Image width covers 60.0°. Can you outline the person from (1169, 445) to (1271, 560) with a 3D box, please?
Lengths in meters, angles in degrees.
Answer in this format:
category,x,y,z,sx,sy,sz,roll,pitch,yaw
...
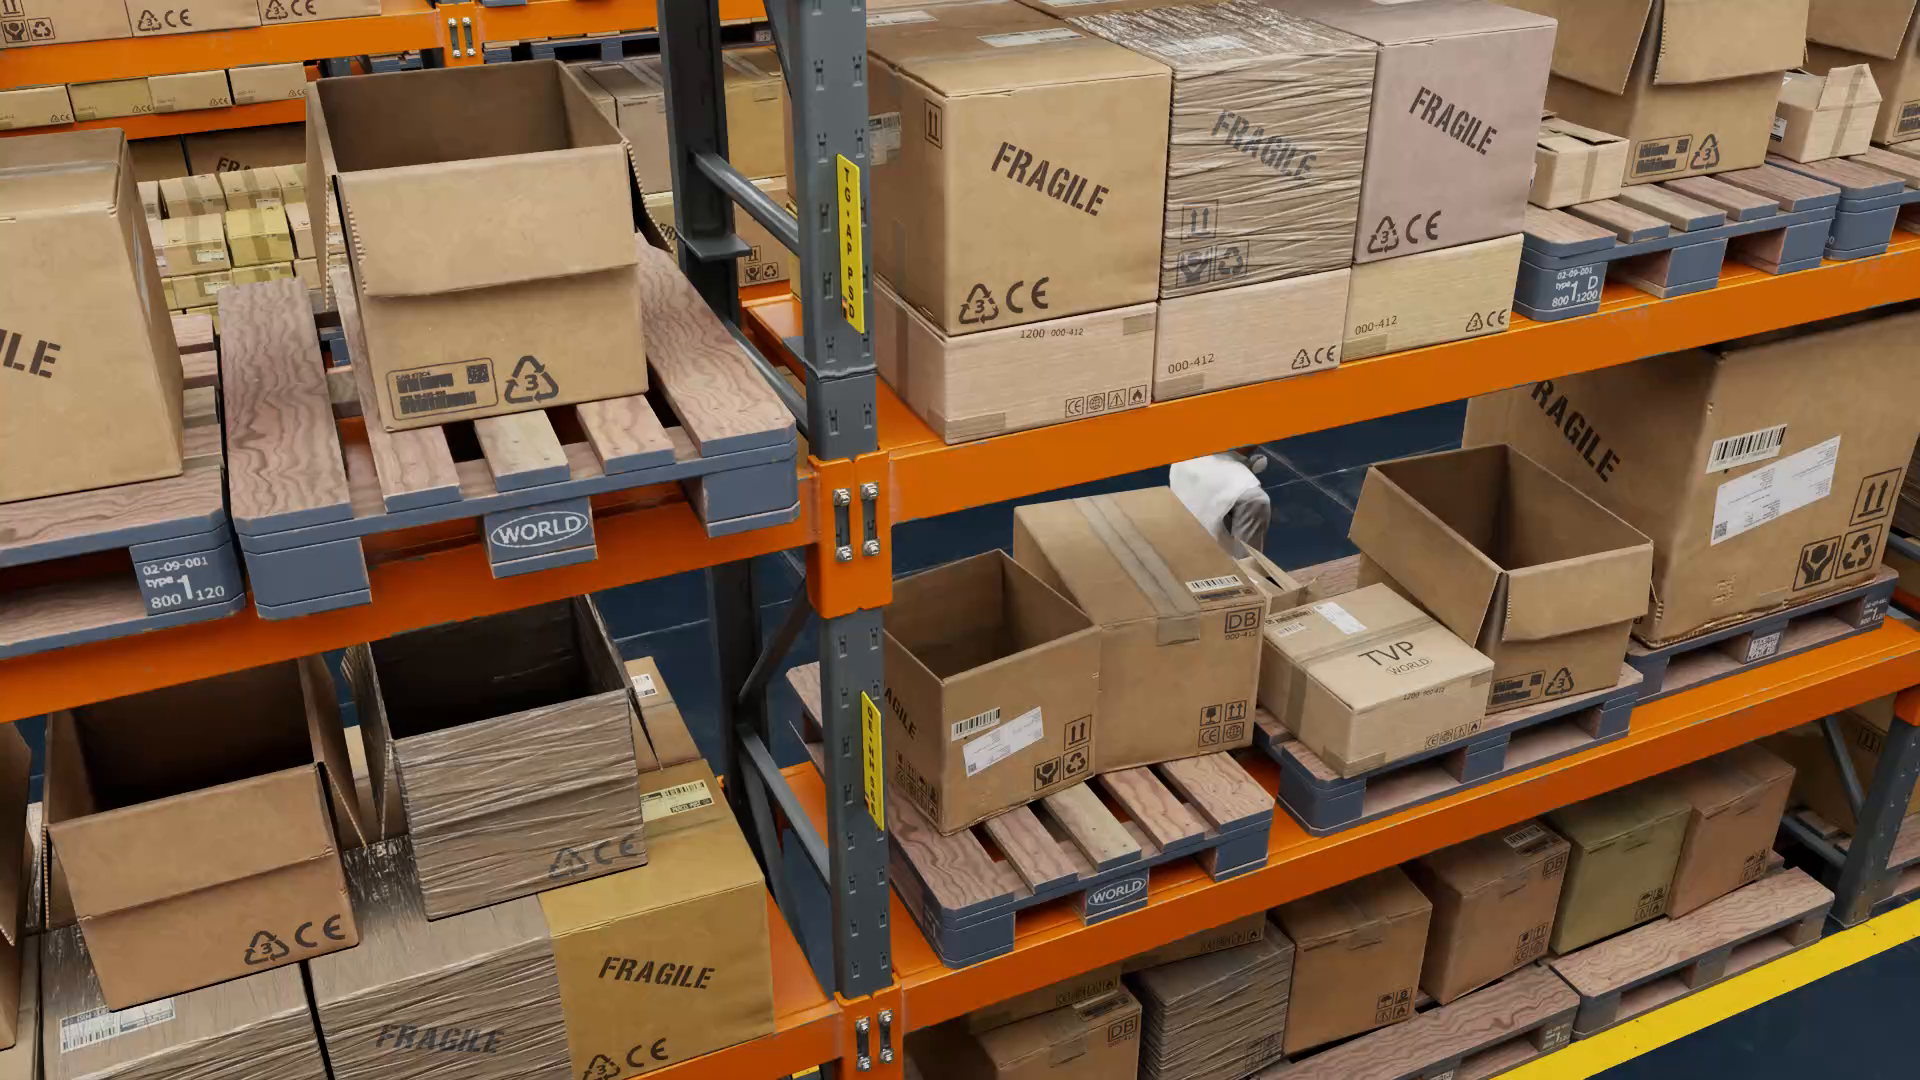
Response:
category,x,y,z,sx,sy,sz,roll,pitch,yaw
person,1.036,0.201,6.742,0.466,1.769,0.579,-15,32,-24
